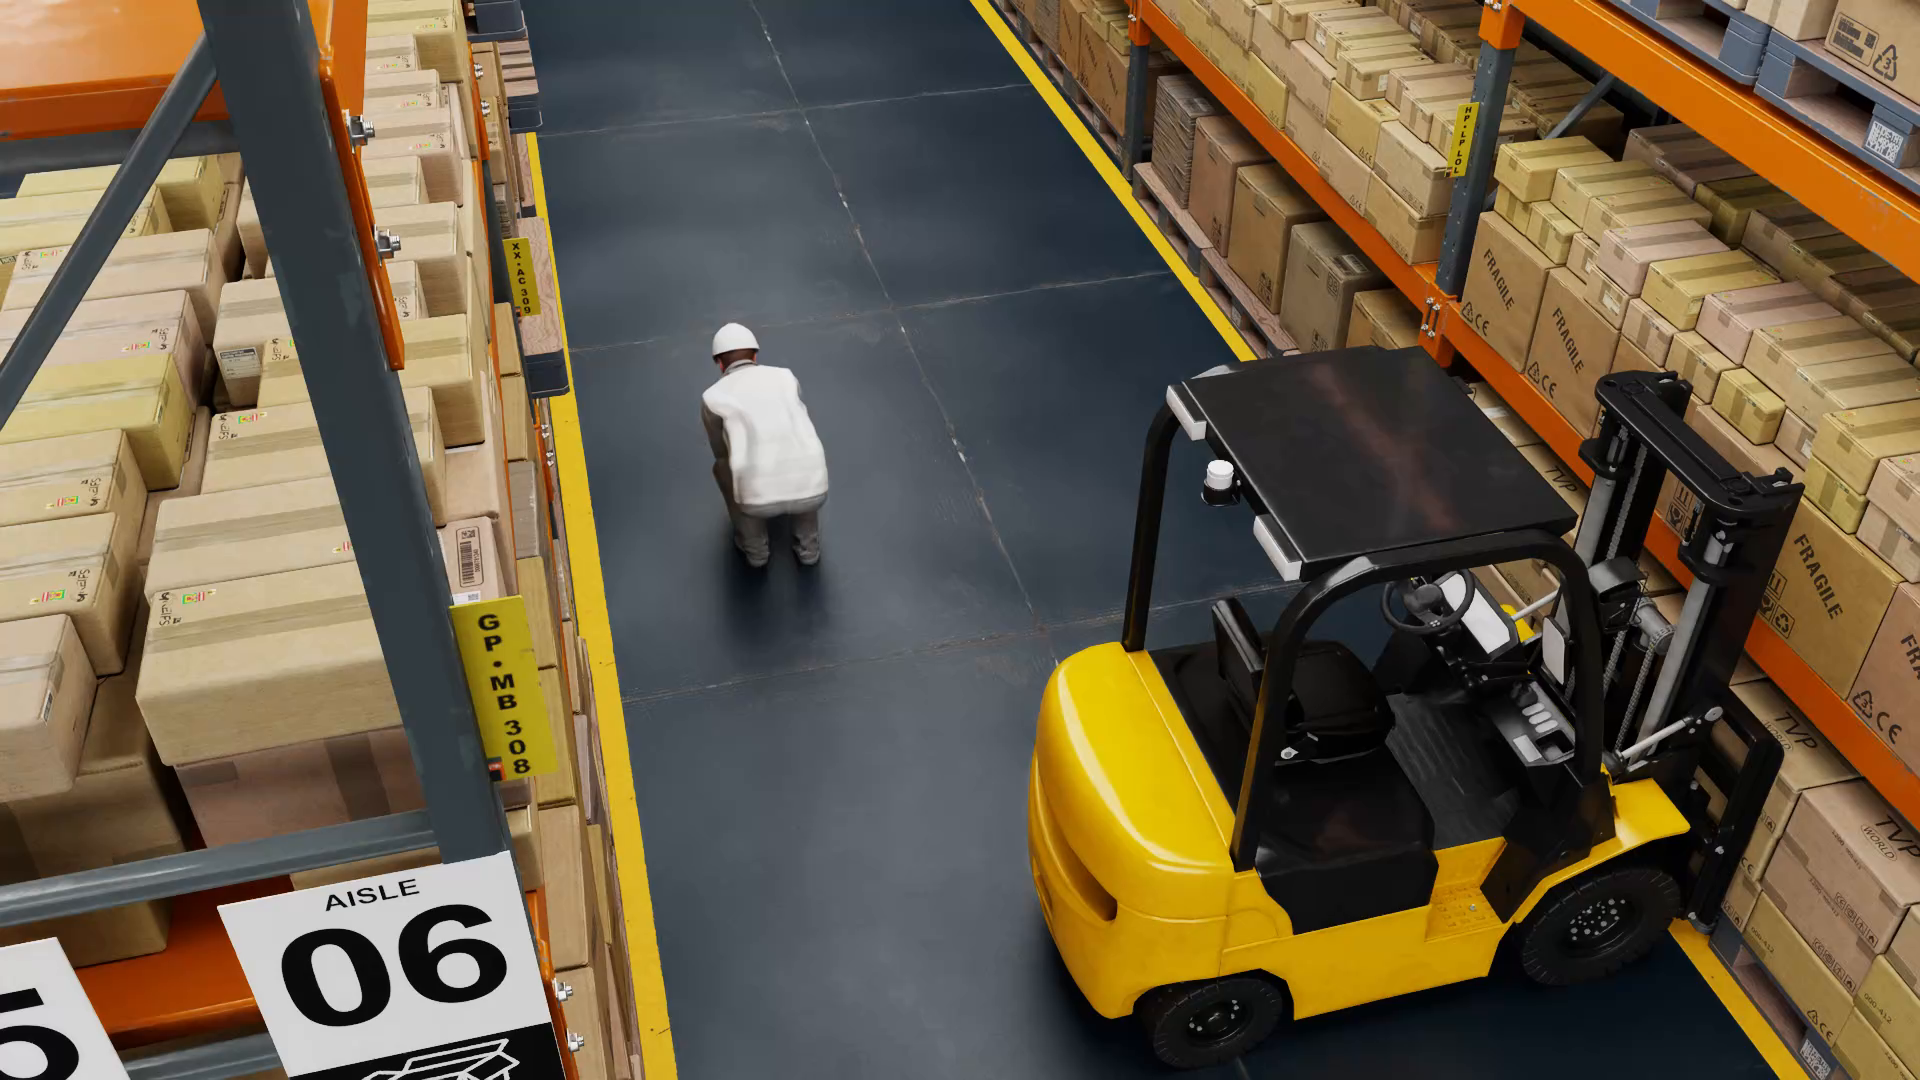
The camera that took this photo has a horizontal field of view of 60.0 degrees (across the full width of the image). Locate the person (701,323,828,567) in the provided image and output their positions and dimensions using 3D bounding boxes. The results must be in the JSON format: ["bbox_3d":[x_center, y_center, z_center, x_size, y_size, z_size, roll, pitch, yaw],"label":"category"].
[{"bbox_3d":[-0.928,-0.412,7.849,0.515,1.014,0.887,-11,39,-13],"label":"person"}]
